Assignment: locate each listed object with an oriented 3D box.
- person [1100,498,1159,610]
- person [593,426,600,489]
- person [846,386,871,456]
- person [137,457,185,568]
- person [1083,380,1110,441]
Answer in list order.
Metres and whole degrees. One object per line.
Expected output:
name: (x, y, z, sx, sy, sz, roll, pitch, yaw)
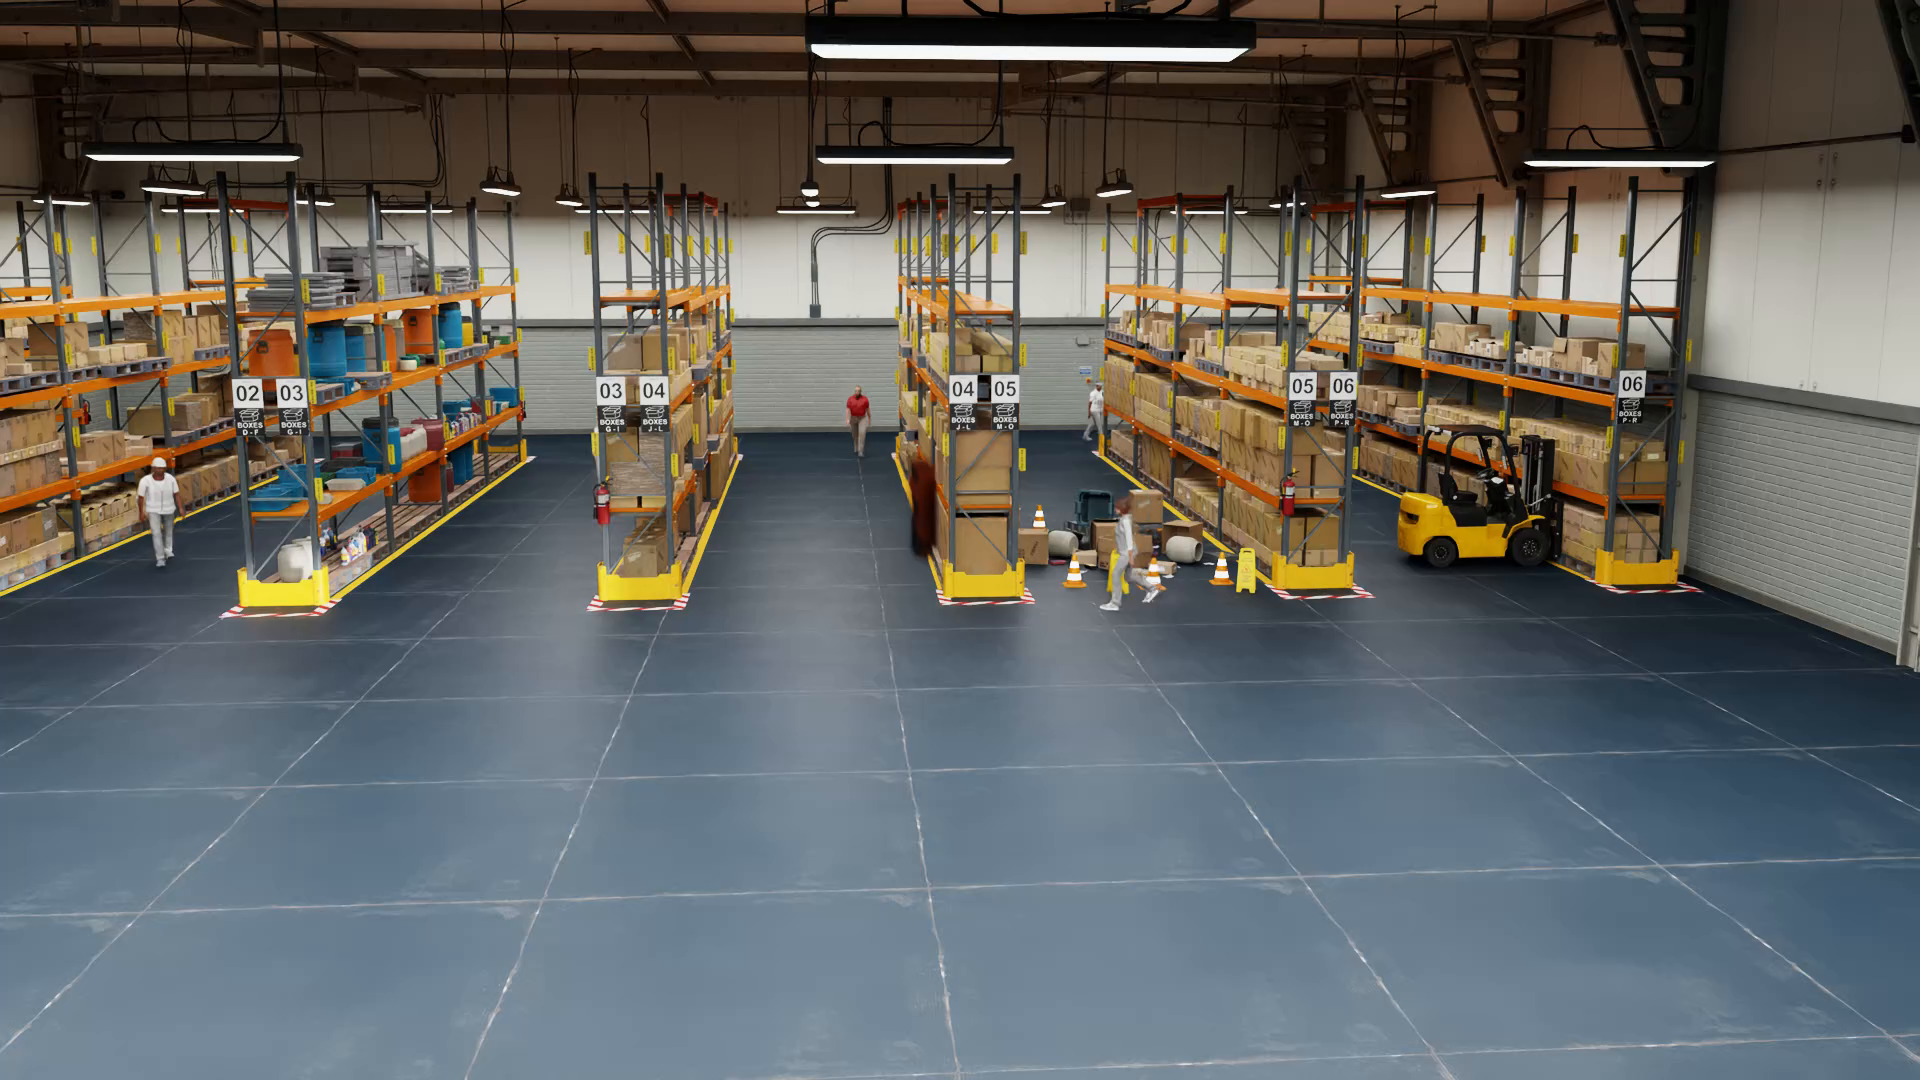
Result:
person: (2.365, 0.200, 23.027, 0.847, 1.545, 0.416, -1, 10, -3)
person: (-7.264, -1.788, 34.105, 0.486, 1.610, 0.838, -1, 10, -7)
person: (-2.474, -2.898, 40.158, 0.559, 1.657, 1.085, 1, 10, 6)
person: (-12.641, -0.463, 26.310, 0.647, 1.708, 1.122, -6, 12, -30)
person: (3.541, -3.304, 42.608, 1.076, 1.594, 0.423, 9, 14, 42)
